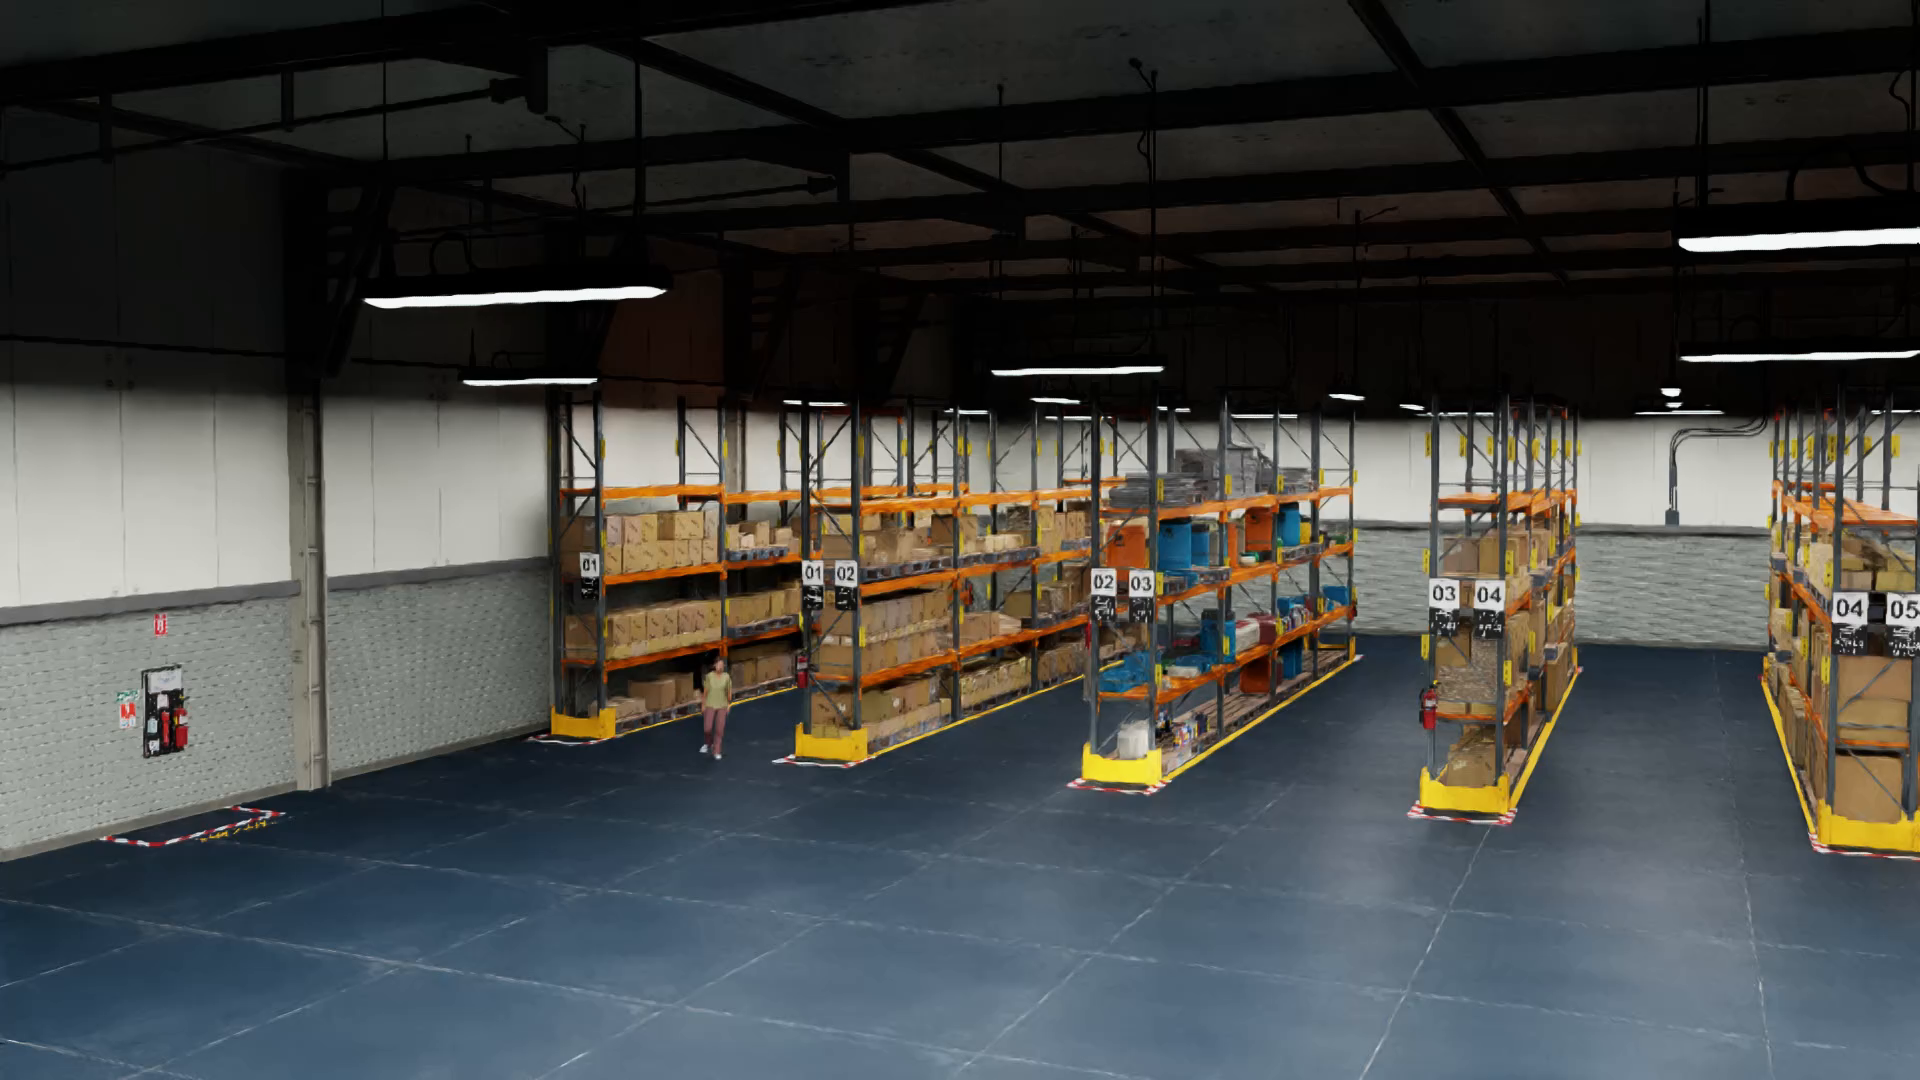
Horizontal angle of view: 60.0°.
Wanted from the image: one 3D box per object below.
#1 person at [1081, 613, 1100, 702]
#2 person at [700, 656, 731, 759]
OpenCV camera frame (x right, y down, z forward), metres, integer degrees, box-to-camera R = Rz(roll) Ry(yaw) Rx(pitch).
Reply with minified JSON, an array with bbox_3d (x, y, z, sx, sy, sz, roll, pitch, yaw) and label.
[{"bbox_3d":[2.643,2.302,32.959,0.476,1.738,0.626,0,3,-1],"label":"person"},{"bbox_3d":[-3.954,2.690,26.881,0.510,1.665,0.506,-1,3,-13],"label":"person"}]
